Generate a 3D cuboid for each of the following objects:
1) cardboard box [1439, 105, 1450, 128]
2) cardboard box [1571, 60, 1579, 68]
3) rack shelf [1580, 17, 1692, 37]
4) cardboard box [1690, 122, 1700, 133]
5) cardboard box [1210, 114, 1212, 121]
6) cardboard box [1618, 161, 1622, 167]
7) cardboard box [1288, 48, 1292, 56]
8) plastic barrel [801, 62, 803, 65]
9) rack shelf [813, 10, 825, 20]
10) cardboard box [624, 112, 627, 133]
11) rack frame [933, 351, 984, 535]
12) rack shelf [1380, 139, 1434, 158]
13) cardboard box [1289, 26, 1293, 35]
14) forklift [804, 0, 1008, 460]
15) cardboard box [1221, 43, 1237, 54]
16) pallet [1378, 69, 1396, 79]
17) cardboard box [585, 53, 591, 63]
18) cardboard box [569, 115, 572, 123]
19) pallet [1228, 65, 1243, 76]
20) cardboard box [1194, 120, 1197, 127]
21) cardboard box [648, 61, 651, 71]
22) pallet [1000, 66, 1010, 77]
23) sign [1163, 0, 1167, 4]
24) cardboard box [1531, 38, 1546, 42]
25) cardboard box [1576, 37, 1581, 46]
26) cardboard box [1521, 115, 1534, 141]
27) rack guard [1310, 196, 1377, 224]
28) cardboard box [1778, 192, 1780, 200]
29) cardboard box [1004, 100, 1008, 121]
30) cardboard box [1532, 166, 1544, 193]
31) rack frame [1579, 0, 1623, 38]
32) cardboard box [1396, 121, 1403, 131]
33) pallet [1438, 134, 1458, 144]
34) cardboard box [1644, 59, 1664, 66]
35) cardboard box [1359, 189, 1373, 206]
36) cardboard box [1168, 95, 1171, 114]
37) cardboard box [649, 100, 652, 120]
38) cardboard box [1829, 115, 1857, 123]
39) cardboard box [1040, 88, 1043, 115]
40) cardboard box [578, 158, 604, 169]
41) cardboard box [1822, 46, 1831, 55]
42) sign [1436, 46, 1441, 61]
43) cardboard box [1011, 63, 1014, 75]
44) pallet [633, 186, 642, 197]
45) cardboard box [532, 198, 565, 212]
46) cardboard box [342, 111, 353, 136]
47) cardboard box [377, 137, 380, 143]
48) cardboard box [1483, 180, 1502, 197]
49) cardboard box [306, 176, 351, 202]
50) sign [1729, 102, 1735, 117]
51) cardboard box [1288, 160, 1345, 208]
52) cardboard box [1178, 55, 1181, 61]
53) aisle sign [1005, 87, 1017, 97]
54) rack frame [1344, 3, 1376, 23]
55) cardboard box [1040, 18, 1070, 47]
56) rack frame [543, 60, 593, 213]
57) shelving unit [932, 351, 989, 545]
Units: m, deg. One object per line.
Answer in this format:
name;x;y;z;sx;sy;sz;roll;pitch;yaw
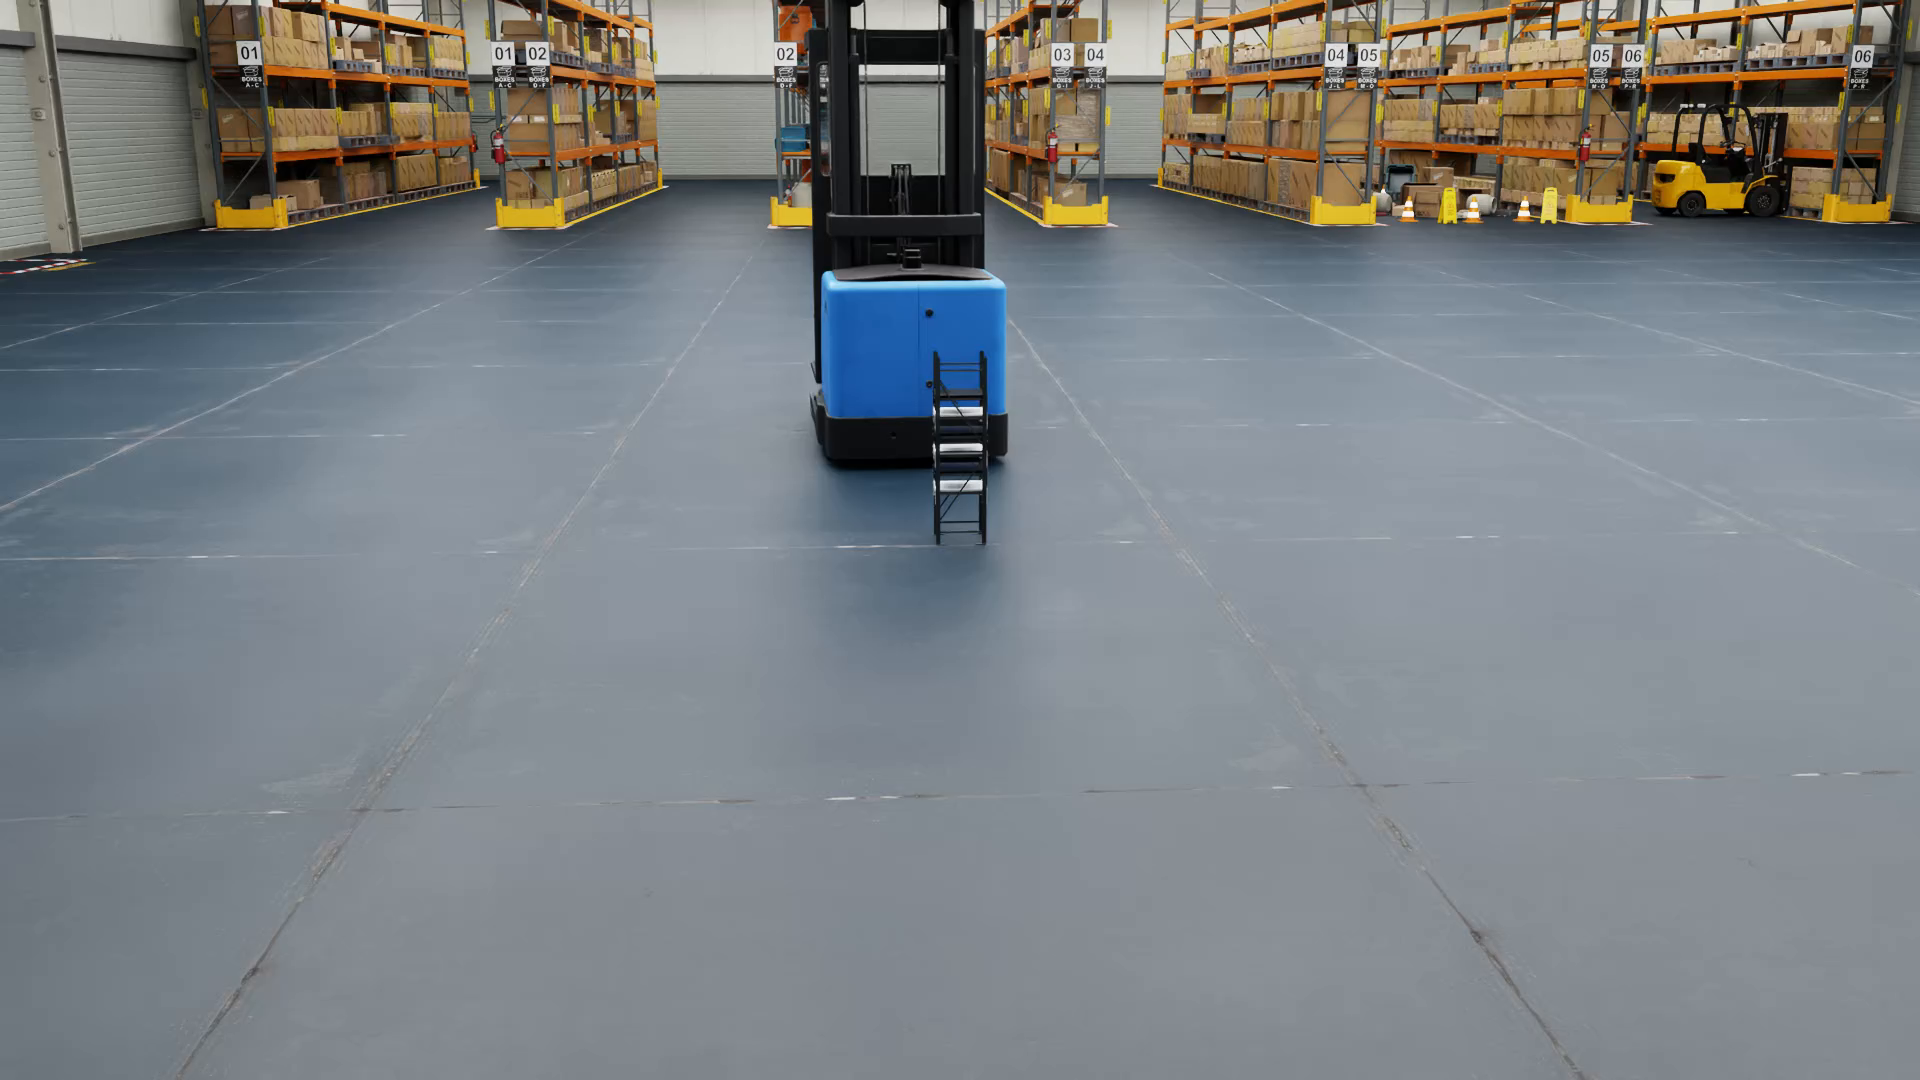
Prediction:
cardboard box;11.329;-9.703;38.077;0.500;0.500;0.500;-1;14;-5
cardboard box;11.678;-8.910;31.119;0.380;0.149;0.250;-1;14;-3
rack shelf;16.362;-12.361;40.254;1.077;0.370;4.000;-1;14;-3
cardboard box;16.383;-9.048;36.470;0.500;0.250;0.500;-1;14;-2
cardboard box;6.080;-9.933;39.080;0.380;0.149;0.250;0;14;-2
cardboard box;16.211;-9.126;40.347;0.380;0.149;0.250;0;14;-2
cardboard box;6.610;-9.496;32.356;0.380;0.149;0.250;-1;14;-3
plastic barrel;-3.303;-10.017;33.912;0.600;0.901;0.708;-1;14;-3
rack shelf;-3.178;-11.059;35.195;1.077;0.370;4.000;-1;14;-3
cardboard box;-8.323;-9.926;39.540;0.700;0.500;0.500;-5;15;-18
rack frame;-0.007;-0.463;8.020;0.240;0.900;0.006;-1;14;-3
rack shelf;11.408;-9.571;40.651;1.077;0.370;4.000;-1;14;-3
cardboard box;6.609;-9.883;32.258;0.380;0.149;0.250;-1;14;-4
forklift;-0.419;-2.197;10.682;1.130;2.935;3.031;-2;15;-7
cardboard box;6.267;-11.417;38.622;0.396;0.266;0.258;-1;14;-3
pallet;11.244;-12.031;42.923;1.003;0.211;1.213;-1;14;-3
cardboard box;-8.056;-10.183;35.020;0.500;0.250;0.500;-2;15;-8
cardboard box;-7.691;-8.105;32.005;0.380;0.149;0.250;0;14;-2
pallet;6.691;-10.523;37.264;1.213;0.211;1.003;0;14;-1
cardboard box;5.966;-10.243;40.882;0.380;0.149;0.250;-2;15;-6
cardboard box;-8.424;-12.481;43.793;0.500;0.250;0.500;-1;14;-3
pallet;1.548;-10.790;38.302;1.213;0.211;1.003;0;14;-1
sign;5.561;-14.698;45.060;0.100;0.325;0.005;-1;14;-3
cardboard box;12.103;-10.528;35.362;0.500;0.250;0.500;-1;14;-5
cardboard box;11.734;-9.294;31.014;0.380;0.149;0.250;-1;14;-2
cardboard box;11.601;-8.257;33.300;0.500;0.500;0.500;-1;14;-4
rack guard;7.095;-6.115;30.789;1.175;0.500;0.348;-1;14;-3
cardboard box;16.539;-6.871;33.388;0.500;0.250;0.500;0;14;-2
cardboard box;1.472;-10.469;40.481;0.797;0.503;0.637;-1;14;-3
cardboard box;11.658;-7.118;32.843;0.500;0.500;0.500;-1;14;-5
rack frame;16.238;-13.400;42.048;1.000;3.000;0.127;-1;14;-3
cardboard box;11.095;-10.218;41.017;0.500;0.250;0.500;-1;14;-3
pallet;11.682;-9.154;37.969;1.213;0.211;1.003;-1;14;-3
cardboard box;16.224;-11.158;38.853;0.380;0.149;0.250;-1;14;-2
cardboard box;7.966;-6.747;33.239;0.500;0.500;0.500;2;15;6
cardboard box;5.903;-11.746;44.855;0.500;0.500;0.500;0;14;-2
cardboard box;-8.371;-11.279;43.635;0.500;0.500;0.500;0;14;-2
cardboard box;16.680;-7.955;31.422;0.380;0.149;0.250;-1;14;-3
cardboard box;1.791;-8.338;31.610;0.500;0.500;0.500;-1;14;-3
cardboard box;-8.546;-8.726;38.550;0.500;0.250;0.500;0;14;-1
cardboard box;16.627;-9.295;31.572;0.380;0.149;0.250;-1;14;-5
sign;10.978;-11.157;38.154;0.100;0.325;0.005;-1;14;-3
cardboard box;1.416;-10.529;37.209;0.500;0.250;0.500;-1;14;-2
pallet;-8.406;-8.560;40.872;1.003;0.211;1.213;-1;14;-3
cardboard box;-7.562;-6.136;30.532;0.500;0.250;0.500;-1;14;-3
cardboard box;-12.968;-8.573;34.243;0.700;0.500;0.500;1;14;2
cardboard box;-12.980;-9.014;37.503;0.380;0.149;0.250;-1;14;-4
cardboard box;11.745;-7.489;35.543;0.950;0.372;0.625;-1;14;-3
cardboard box;-13.005;-7.231;34.242;0.700;0.500;0.500;0;14;-2
sign;16.193;-9.017;34.887;0.100;0.325;0.005;-1;14;-3
cardboard box;6.929;-6.892;32.215;0.875;0.875;0.875;-1;14;-4
cardboard box;5.916;-12.588;43.411;0.380;0.149;0.250;-1;14;-4
aisle sign;1.440;-12.541;45.530;0.394;0.787;0.004;-1;14;-3
rack frame;11.036;-14.317;45.613;1.000;3.000;0.127;-1;14;-3
cardboard box;1.788;-9.549;31.298;0.500;0.500;0.500;-1;14;-3
rack frame;-7.999;-8.123;33.576;1.000;3.000;0.127;-1;14;-3
shelving unit;0.000;-0.438;7.922;0.258;0.900;0.210;-1;14;-3
